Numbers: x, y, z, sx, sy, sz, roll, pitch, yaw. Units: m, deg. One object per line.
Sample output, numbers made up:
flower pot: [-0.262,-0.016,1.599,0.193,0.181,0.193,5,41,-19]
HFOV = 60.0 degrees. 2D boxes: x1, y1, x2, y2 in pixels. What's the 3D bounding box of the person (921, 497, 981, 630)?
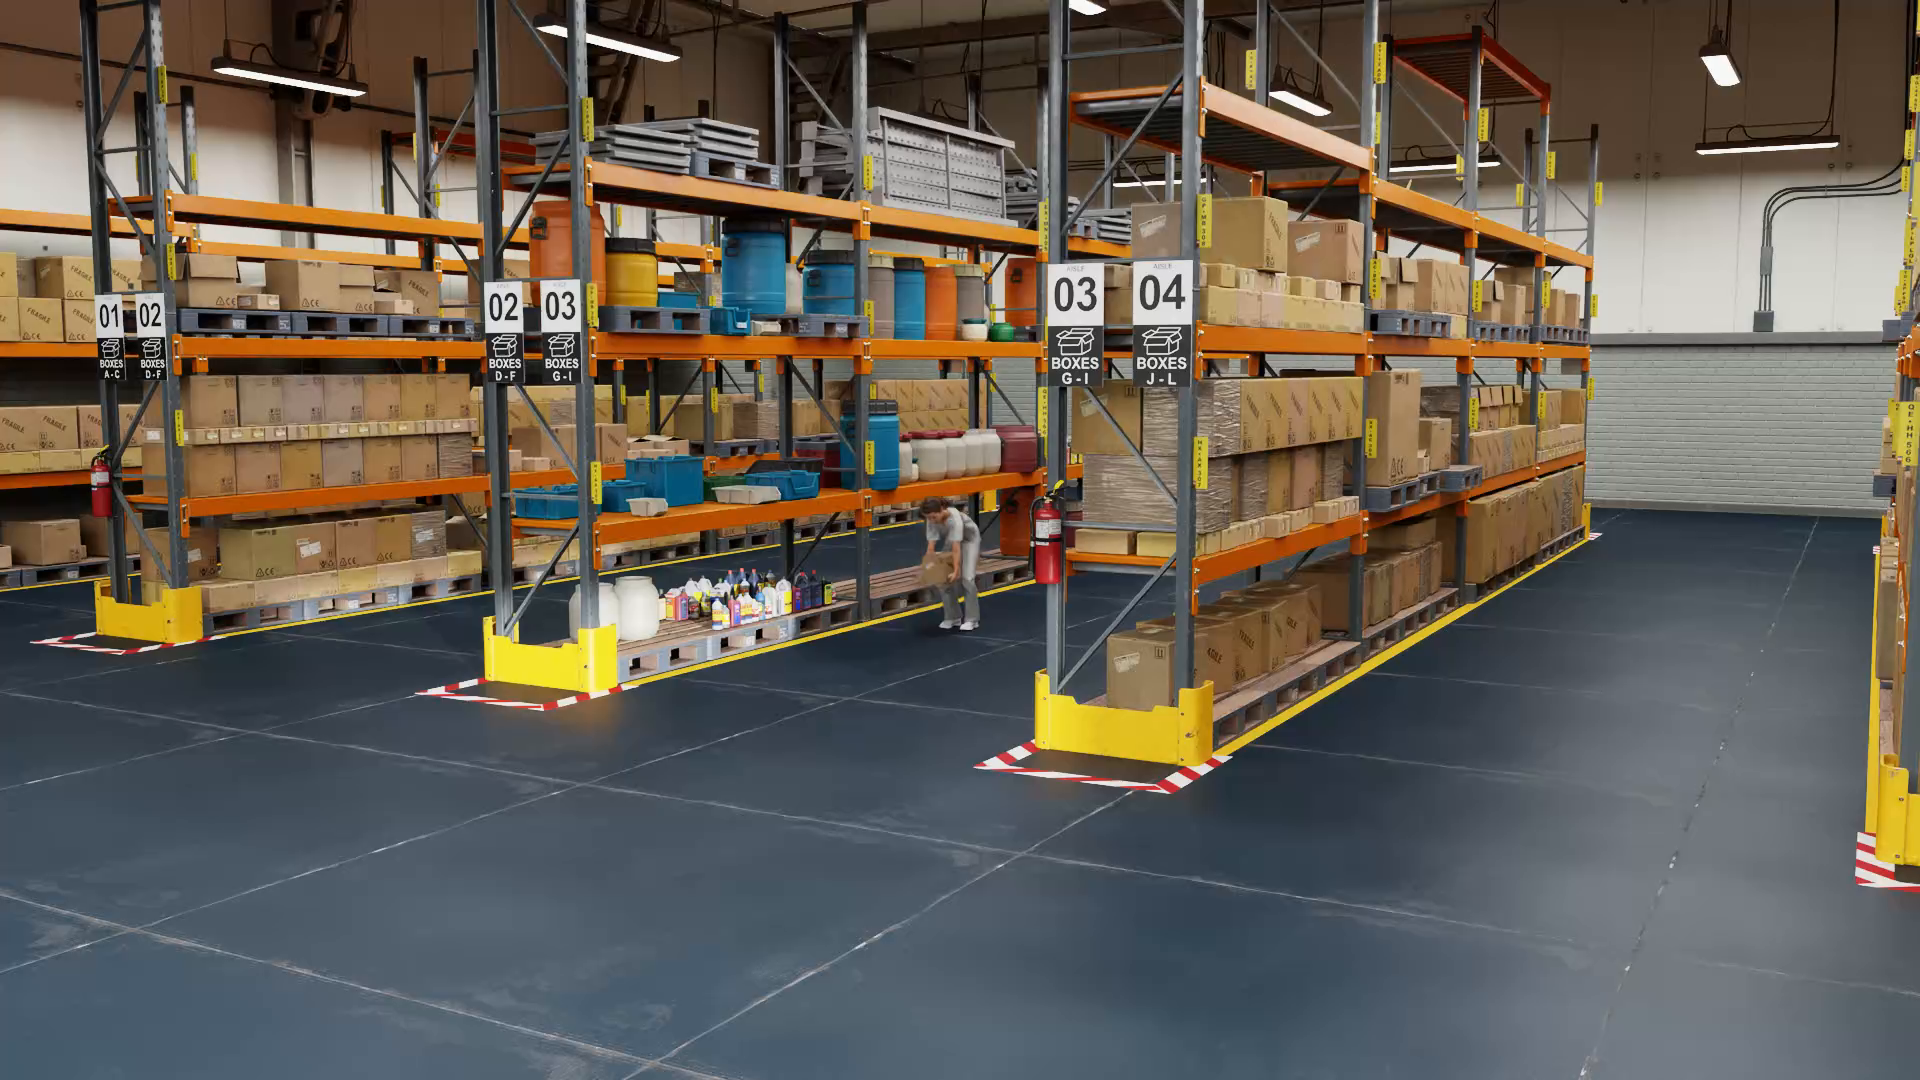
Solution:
person: [-0.109,0.224,15.946,0.409,1.315,0.812,4,7,32]
